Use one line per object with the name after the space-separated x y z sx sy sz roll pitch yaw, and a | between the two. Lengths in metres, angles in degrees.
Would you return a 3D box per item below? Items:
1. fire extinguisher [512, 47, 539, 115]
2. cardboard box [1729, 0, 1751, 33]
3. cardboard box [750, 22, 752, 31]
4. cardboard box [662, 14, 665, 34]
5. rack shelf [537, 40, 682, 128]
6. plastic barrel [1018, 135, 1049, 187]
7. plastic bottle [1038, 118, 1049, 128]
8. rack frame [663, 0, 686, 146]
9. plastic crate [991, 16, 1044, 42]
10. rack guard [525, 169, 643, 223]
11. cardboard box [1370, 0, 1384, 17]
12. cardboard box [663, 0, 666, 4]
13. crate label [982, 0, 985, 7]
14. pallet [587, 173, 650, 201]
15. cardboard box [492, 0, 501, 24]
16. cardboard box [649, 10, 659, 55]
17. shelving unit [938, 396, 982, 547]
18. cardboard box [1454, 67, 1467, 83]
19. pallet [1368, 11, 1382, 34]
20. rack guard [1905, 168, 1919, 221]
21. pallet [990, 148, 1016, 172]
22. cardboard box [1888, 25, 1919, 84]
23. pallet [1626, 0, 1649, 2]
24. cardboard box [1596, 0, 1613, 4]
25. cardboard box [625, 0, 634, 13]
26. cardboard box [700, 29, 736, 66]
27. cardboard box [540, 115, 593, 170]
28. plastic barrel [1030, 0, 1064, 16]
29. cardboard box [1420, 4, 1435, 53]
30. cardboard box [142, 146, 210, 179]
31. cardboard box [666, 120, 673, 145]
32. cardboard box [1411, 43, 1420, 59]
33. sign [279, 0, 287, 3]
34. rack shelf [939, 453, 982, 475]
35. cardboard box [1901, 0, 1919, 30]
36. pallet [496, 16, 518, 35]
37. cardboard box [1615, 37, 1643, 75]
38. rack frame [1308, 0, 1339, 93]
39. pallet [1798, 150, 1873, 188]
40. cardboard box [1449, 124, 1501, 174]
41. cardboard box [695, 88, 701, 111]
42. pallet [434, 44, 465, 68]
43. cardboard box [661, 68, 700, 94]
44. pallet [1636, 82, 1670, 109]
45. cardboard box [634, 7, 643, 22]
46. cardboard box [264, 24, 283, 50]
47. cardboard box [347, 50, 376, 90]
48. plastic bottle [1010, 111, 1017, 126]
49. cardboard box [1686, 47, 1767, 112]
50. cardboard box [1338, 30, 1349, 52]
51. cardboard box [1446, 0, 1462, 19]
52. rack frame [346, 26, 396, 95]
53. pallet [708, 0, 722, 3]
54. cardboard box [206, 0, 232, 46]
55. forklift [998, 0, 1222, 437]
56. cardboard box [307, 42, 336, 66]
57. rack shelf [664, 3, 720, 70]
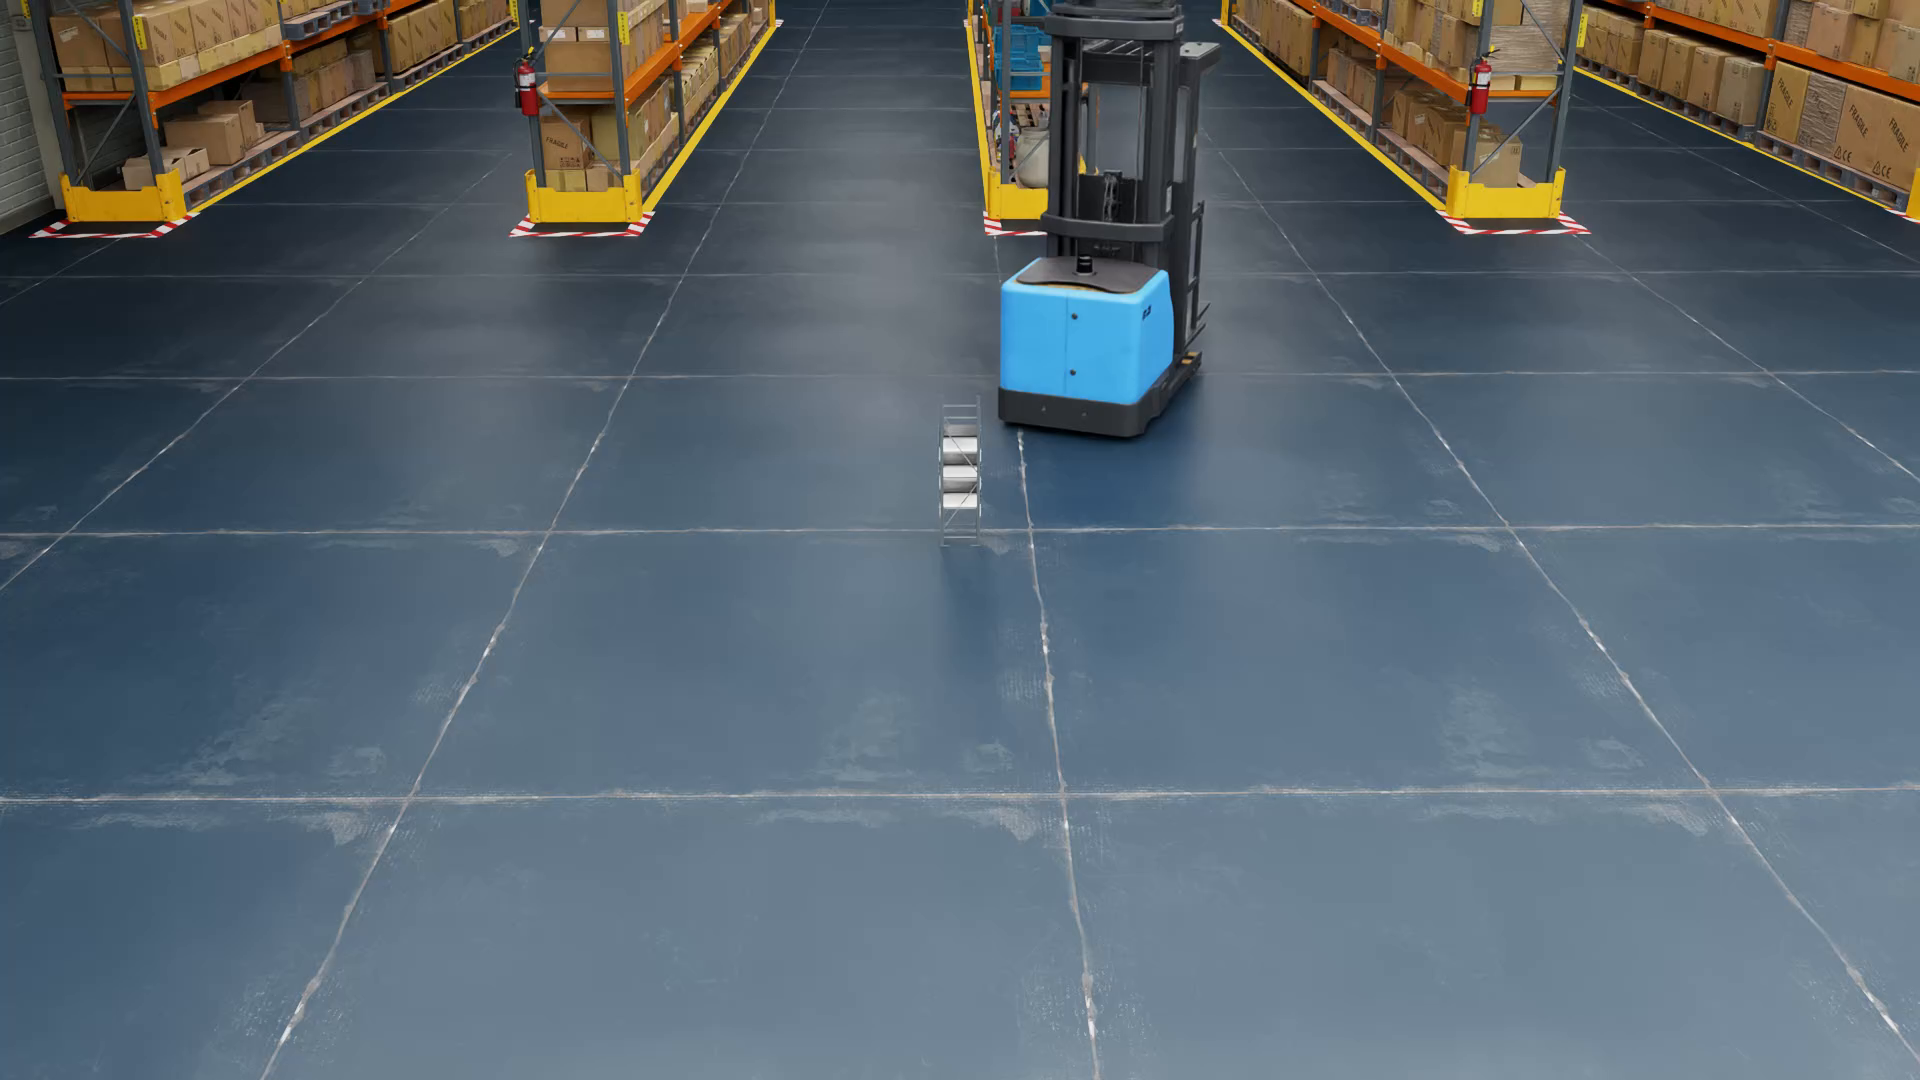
-4.480 -4.748 17.203 0.296 0.674 0.183 0 24 -1 | fire extinguisher
10.528 -6.974 21.908 0.500 0.500 0.500 -1 24 -1 | cardboard box
-3.955 -9.219 29.898 0.380 0.166 0.250 0 24 -1 | cardboard box
-4.109 -6.617 21.423 0.500 0.250 0.500 1 24 3 | cardboard box
-4.038 -5.331 19.270 1.077 0.370 4.000 0 24 -1 | rack shelf
0.853 -4.184 18.370 0.421 0.512 0.421 0 24 0 | plastic barrel
1.042 -5.109 20.677 0.152 0.276 0.135 0 24 -1 | plastic bottle
-4.060 -6.483 20.944 1.000 3.000 0.127 0 24 -1 | rack frame
0.771 -6.259 20.524 0.767 0.338 0.504 0 24 -1 | plastic crate
-4.016 -3.686 17.792 1.175 0.500 0.348 0 24 -1 | rack guard
5.977 -7.318 21.554 1.000 1.000 1.000 0 24 0 | cardboard box
-3.843 -6.713 20.544 0.380 0.149 0.250 0 24 -1 | cardboard box
0.479 -7.900 24.281 0.303 0.233 0.416 0 24 -1 | crate label
-4.067 -3.879 18.570 1.003 0.211 1.213 0 24 -1 | pallet
-9.031 -9.962 31.160 0.700 0.500 0.500 0 24 -1 | cardboard box
-4.037 -6.128 20.038 0.700 0.500 0.500 -1 24 -1 | cardboard box
0.000 -0.413 10.072 0.258 0.900 0.210 0 24 -1 | shelving unit
5.623 -5.085 18.159 0.380 0.149 0.250 0 24 -1 | cardboard box
5.983 -6.754 21.776 1.003 0.211 1.213 0 24 -1 | pallet
10.850 -3.709 17.845 1.175 0.500 0.348 0 24 -1 | rack guard
0.875 -4.452 19.837 1.003 0.211 1.213 0 24 -1 | pallet
10.773 -5.306 18.159 0.875 0.550 0.550 0 24 -1 | cardboard box
10.648 -8.360 25.328 1.213 0.211 1.003 0 24 -1 | pallet
10.980 -8.891 27.883 0.500 0.250 0.500 -1 24 -2 | cardboard box
-4.027 -6.110 18.423 0.700 0.500 0.500 0 24 0 | cardboard box
-3.835 -7.804 26.364 0.500 0.500 0.500 -1 24 -1 | cardboard box
-4.320 -4.334 18.110 0.500 0.500 0.500 0 24 -1 | cardboard box
1.192 -6.892 21.241 0.600 0.901 0.708 0 24 -1 | plastic barrel
5.829 -5.903 19.180 0.875 0.500 0.500 0 24 -1 | cardboard box
-8.894 -4.306 18.861 0.500 0.311 0.500 2 24 4 | cardboard box
-3.841 -5.025 20.548 0.500 0.250 0.500 0 24 -1 | cardboard box
5.585 -5.806 19.753 0.380 0.149 0.250 0 24 -1 | cardboard box
-8.471 -6.859 20.725 0.100 0.325 0.005 0 24 -1 | sign
0.000 -0.465 10.049 0.258 0.077 0.200 0 24 -1 | rack shelf
10.786 -5.798 17.937 0.875 0.550 0.550 0 24 -1 | cardboard box
-9.057 -9.804 31.671 1.003 0.211 1.213 0 24 -1 | pallet
10.494 -7.477 25.666 0.500 0.500 0.500 0 24 -1 | cardboard box
5.802 -8.174 24.683 1.000 3.000 0.127 0 24 -1 | rack frame
10.753 -4.418 19.763 1.003 0.211 1.213 0 24 -1 | pallet
5.858 -4.433 18.936 0.500 0.500 0.500 6 25 13 | cardboard box
-3.830 -6.013 22.731 0.500 0.250 0.500 -1 24 -2 | cardboard box
-9.017 -8.167 28.052 1.003 0.211 1.213 0 24 -1 | pallet
-3.823 -6.268 22.615 0.500 0.311 0.500 -1 24 -2 | cardboard box
10.696 -6.559 24.496 1.003 0.211 1.213 0 24 -1 | pallet
-3.821 -5.972 18.905 0.380 0.149 0.250 0 24 0 | cardboard box
-8.705 -6.206 20.489 0.500 0.250 0.500 0 24 0 | cardboard box
-8.997 -6.872 24.304 0.700 0.500 0.500 0 24 0 | cardboard box
0.631 -5.163 20.707 0.144 0.351 0.185 0 24 -1 | plastic bottle
10.703 -6.326 22.817 1.050 0.750 0.750 0 24 -1 | cardboard box
5.839 -7.301 24.343 0.500 0.250 0.500 1 24 2 | cardboard box
5.625 -5.946 18.060 0.500 0.500 0.500 0 24 -1 | cardboard box
-9.057 -8.107 24.535 1.000 3.000 0.127 0 24 -1 | rack frame
-4.181 -8.323 25.244 1.213 0.211 1.003 0 24 -1 | pallet
-8.687 -5.920 18.948 0.500 0.500 0.500 0 24 1 | cardboard box
1.276 -2.640 12.531 1.130 2.935 3.031 9 26 19 | forklift
-9.043 -6.767 23.161 0.500 0.250 0.500 0 24 -1 | cardboard box
-4.082 -6.979 22.914 1.077 0.370 4.000 0 24 -1 | rack shelf
